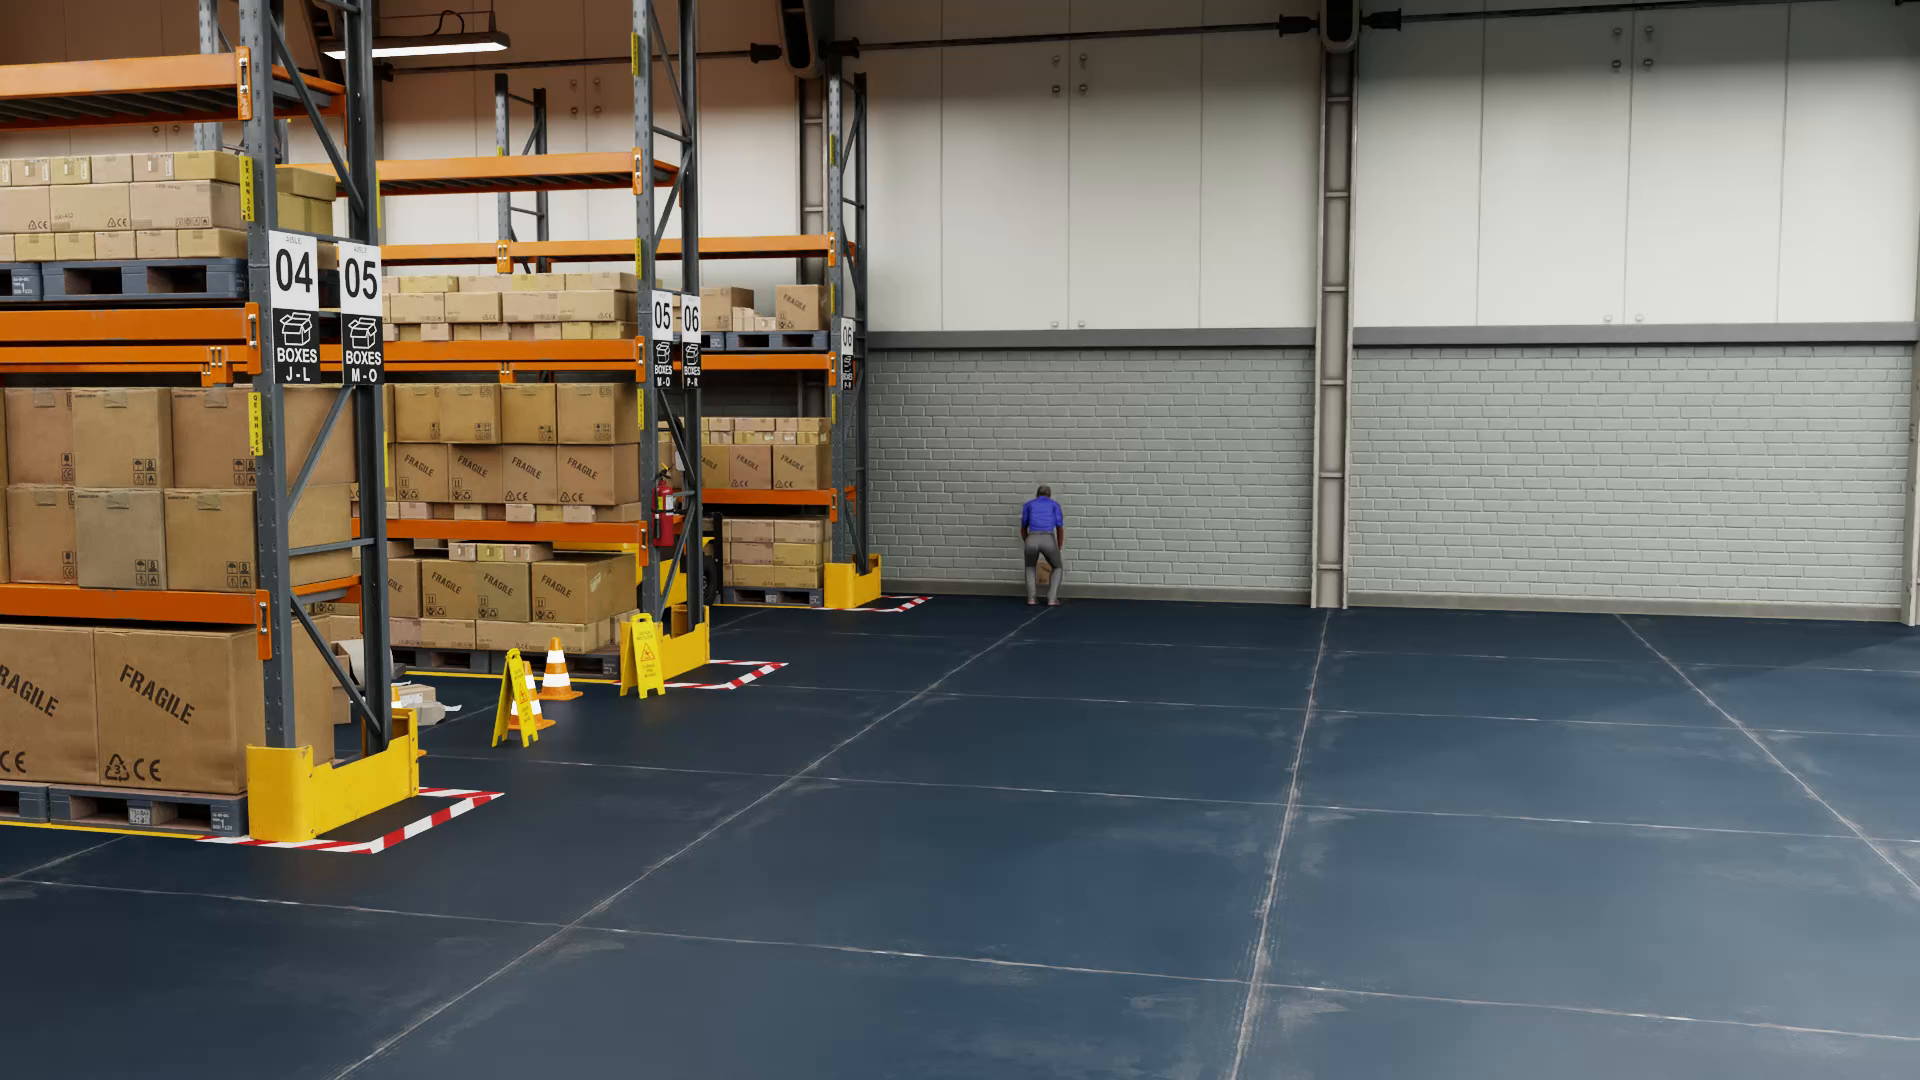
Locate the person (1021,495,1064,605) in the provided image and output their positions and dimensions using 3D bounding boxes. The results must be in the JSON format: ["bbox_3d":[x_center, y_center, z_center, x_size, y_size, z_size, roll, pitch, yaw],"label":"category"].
[{"bbox_3d":[0.910,0.121,18.751,0.499,1.223,0.706,1,5,14],"label":"person"}]
